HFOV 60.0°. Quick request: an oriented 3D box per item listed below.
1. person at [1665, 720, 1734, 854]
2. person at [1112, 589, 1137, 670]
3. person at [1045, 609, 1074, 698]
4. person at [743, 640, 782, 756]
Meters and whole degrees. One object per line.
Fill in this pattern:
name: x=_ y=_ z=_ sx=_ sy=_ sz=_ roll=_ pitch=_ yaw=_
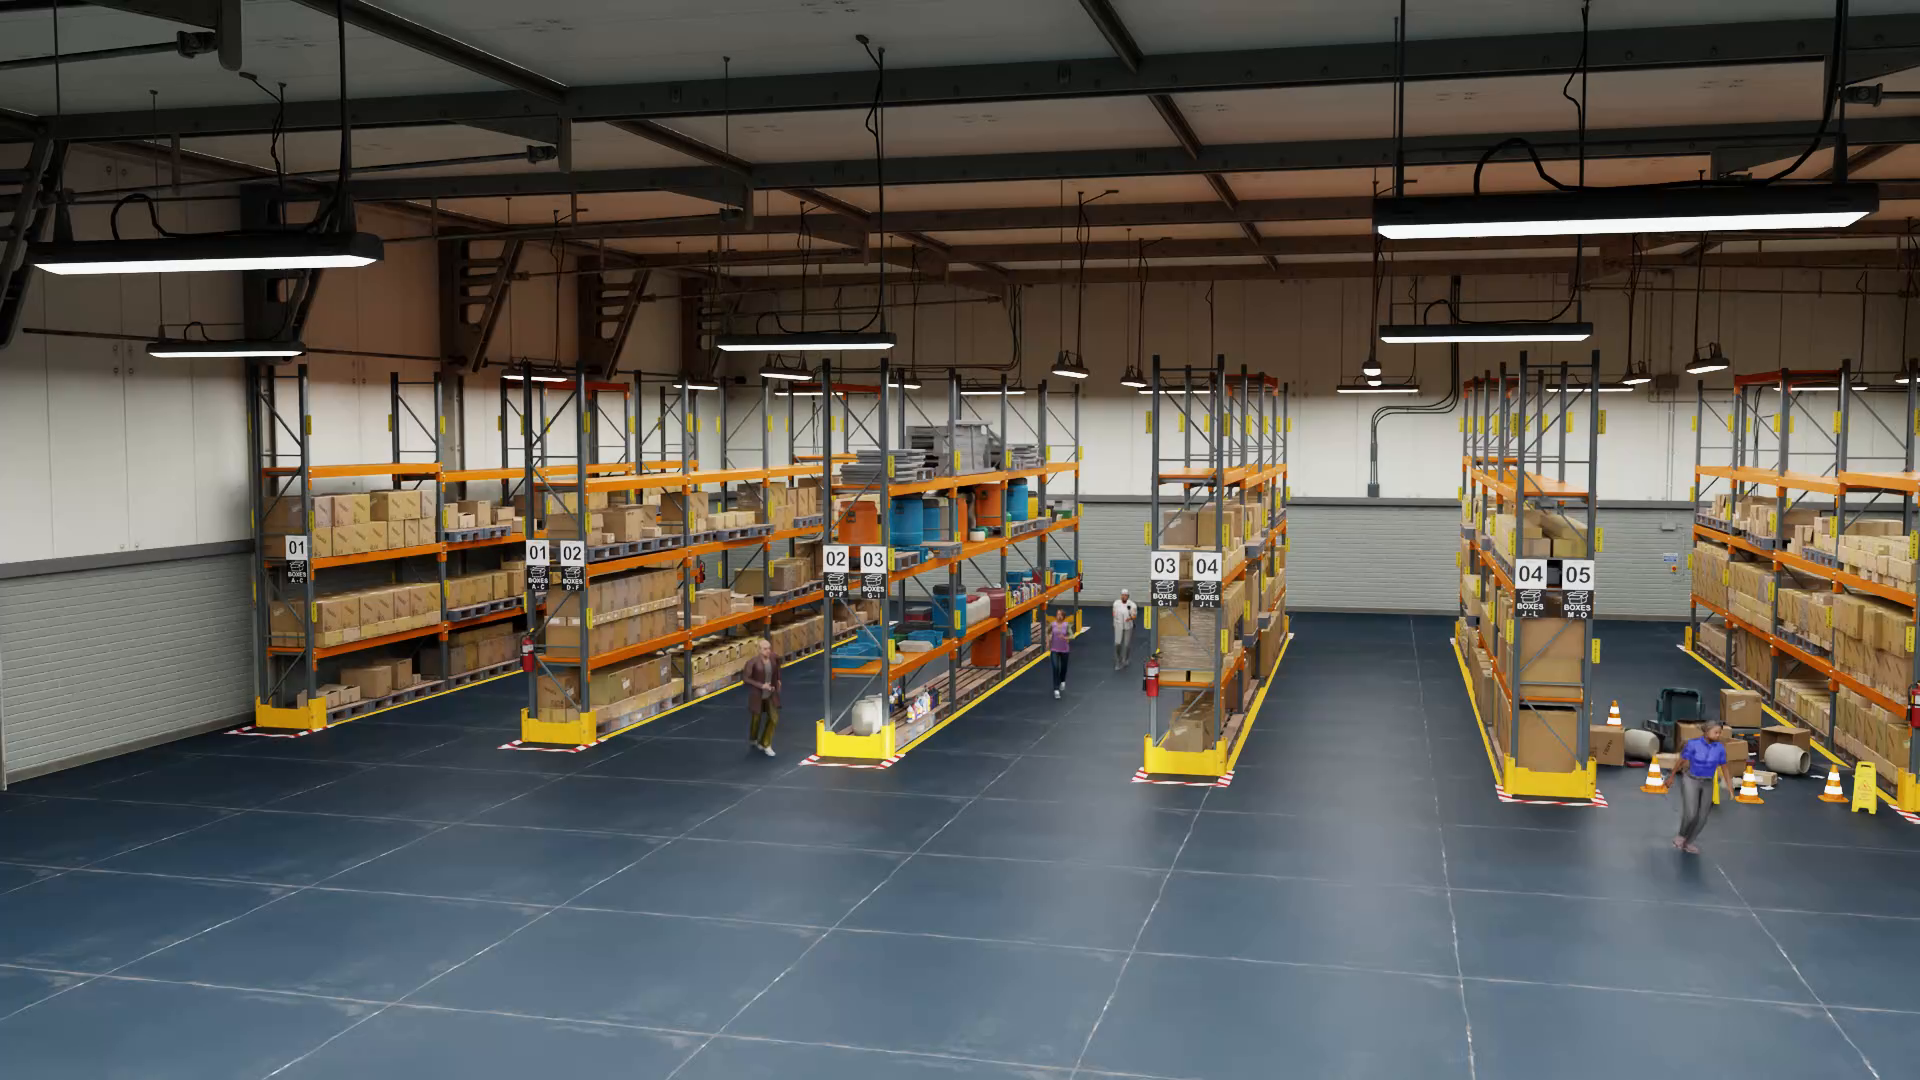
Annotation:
person: x=8.619 y=2.868 z=19.332 sx=0.577 sy=1.611 sz=0.609 roll=0 pitch=4 yaw=-6
person: x=3.386 y=1.838 z=34.210 sx=0.504 sy=1.684 sz=0.788 roll=0 pitch=4 yaw=5
person: x=1.840 y=2.066 z=30.695 sx=0.518 sy=1.591 sz=0.887 roll=0 pitch=4 yaw=1
person: x=-3.034 y=2.391 z=25.414 sx=0.696 sy=1.792 sz=0.861 roll=-2 pitch=4 yaw=-24
